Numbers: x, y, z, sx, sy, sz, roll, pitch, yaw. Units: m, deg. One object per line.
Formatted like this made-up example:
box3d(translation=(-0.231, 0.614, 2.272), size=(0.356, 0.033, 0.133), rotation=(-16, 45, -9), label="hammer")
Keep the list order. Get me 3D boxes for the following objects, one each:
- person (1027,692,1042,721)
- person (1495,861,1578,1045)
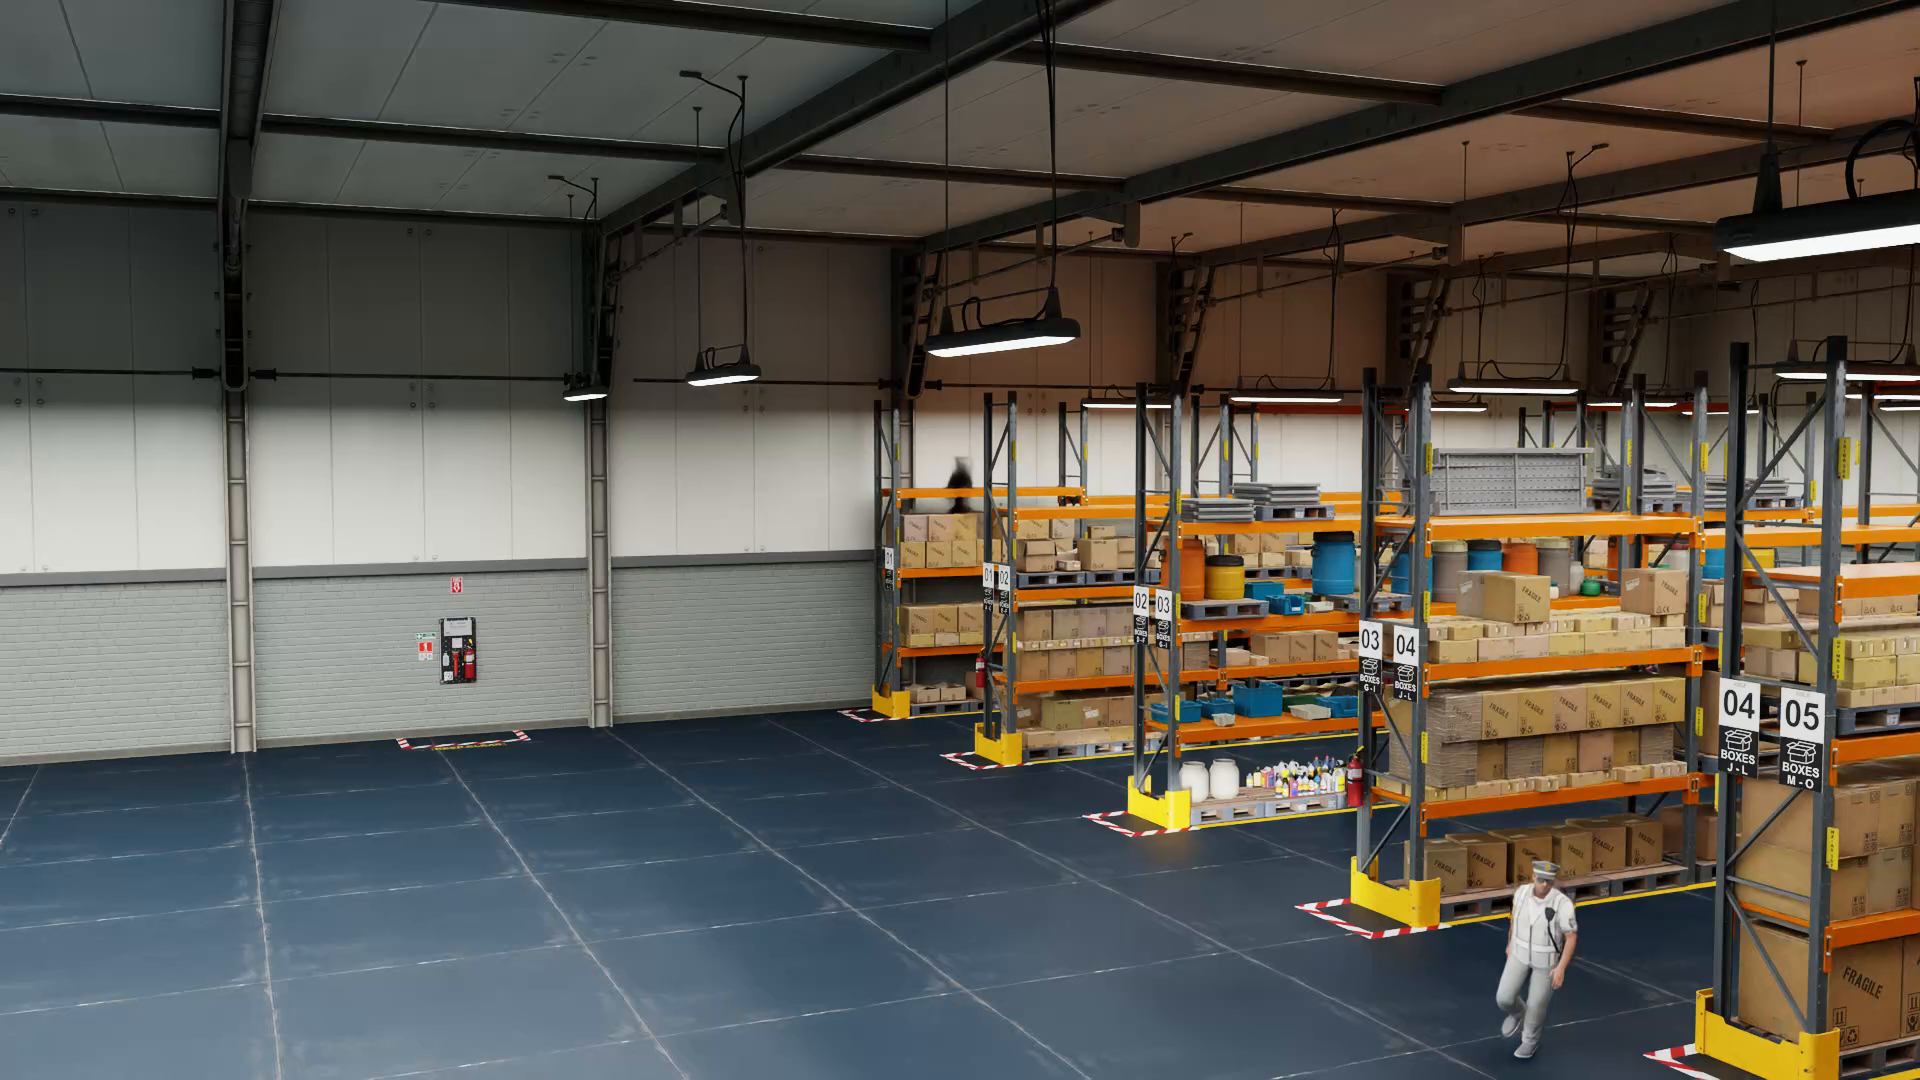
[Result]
box3d(translation=(1.148, 2.603, 29.777), size=(0.800, 1.706, 0.558), rotation=(-2, 4, -30), label="person")
box3d(translation=(4.817, 3.457, 13.867), size=(0.651, 1.629, 0.541), rotation=(2, 4, 34), label="person")
